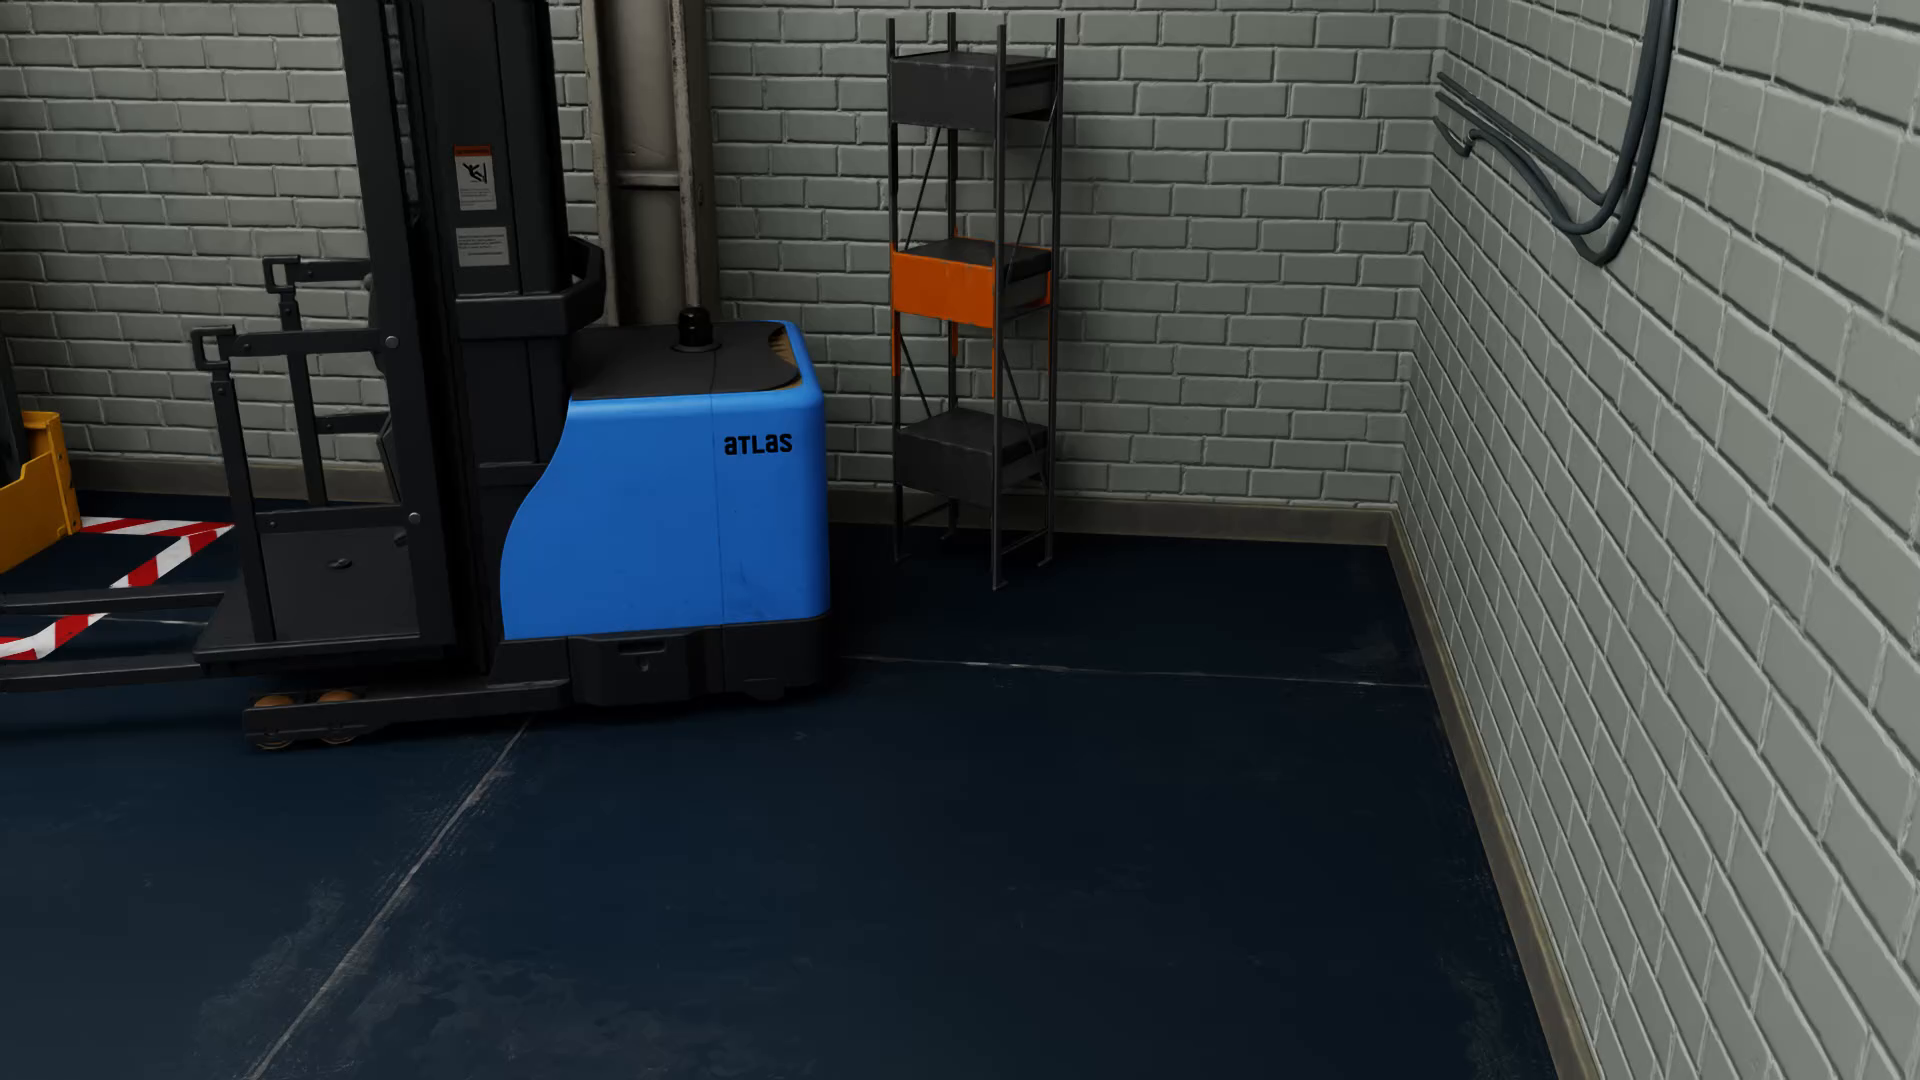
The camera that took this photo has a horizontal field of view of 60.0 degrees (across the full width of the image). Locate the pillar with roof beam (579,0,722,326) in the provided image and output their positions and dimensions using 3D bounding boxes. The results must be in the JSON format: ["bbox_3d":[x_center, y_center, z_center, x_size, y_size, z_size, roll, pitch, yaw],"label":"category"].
[{"bbox_3d":[-1.708,-2.673,1.462,0.400,9.000,9.100,2,22,6],"label":"pillar with roof beam"}]

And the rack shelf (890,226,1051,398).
[{"bbox_3d":[0.055,-0.879,6.344,0.480,0.518,0.431,15,26,34],"label":"rack shelf"}]

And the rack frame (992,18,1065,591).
[{"bbox_3d":[0.251,-0.838,6.204,0.015,2.100,0.400,15,26,34],"label":"rack frame"}]

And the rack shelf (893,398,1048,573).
[{"bbox_3d":[0.055,-0.228,6.601,0.480,0.518,0.431,15,26,34],"label":"rack shelf"}]

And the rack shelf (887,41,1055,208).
[{"bbox_3d":[0.055,-1.530,6.087,0.480,0.518,0.431,15,26,34],"label":"rack shelf"}]

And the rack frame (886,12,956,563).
[{"bbox_3d":[-0.141,-0.945,6.474,0.015,2.100,0.400,15,26,34],"label":"rack frame"}]

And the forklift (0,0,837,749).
[{"bbox_3d":[-1.982,-0.911,5.257,3.031,2.935,1.130,-4,22,-9],"label":"forklift"}]

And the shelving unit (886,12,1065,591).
[{"bbox_3d":[0.055,-0.892,6.339,0.503,2.100,0.431,15,26,34],"label":"shelving unit"}]

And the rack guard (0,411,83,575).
[{"bbox_3d":[-3.961,-0.093,6.494,0.348,0.500,1.175,2,22,6],"label":"rack guard"}]

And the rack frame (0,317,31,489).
[{"bbox_3d":[-3.985,-1.256,6.037,0.127,3.000,1.000,2,22,6],"label":"rack frame"}]

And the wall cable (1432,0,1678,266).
[{"bbox_3d":[1.590,-2.227,4.556,0.112,2.526,3.097,2,22,6],"label":"wall cable"}]
